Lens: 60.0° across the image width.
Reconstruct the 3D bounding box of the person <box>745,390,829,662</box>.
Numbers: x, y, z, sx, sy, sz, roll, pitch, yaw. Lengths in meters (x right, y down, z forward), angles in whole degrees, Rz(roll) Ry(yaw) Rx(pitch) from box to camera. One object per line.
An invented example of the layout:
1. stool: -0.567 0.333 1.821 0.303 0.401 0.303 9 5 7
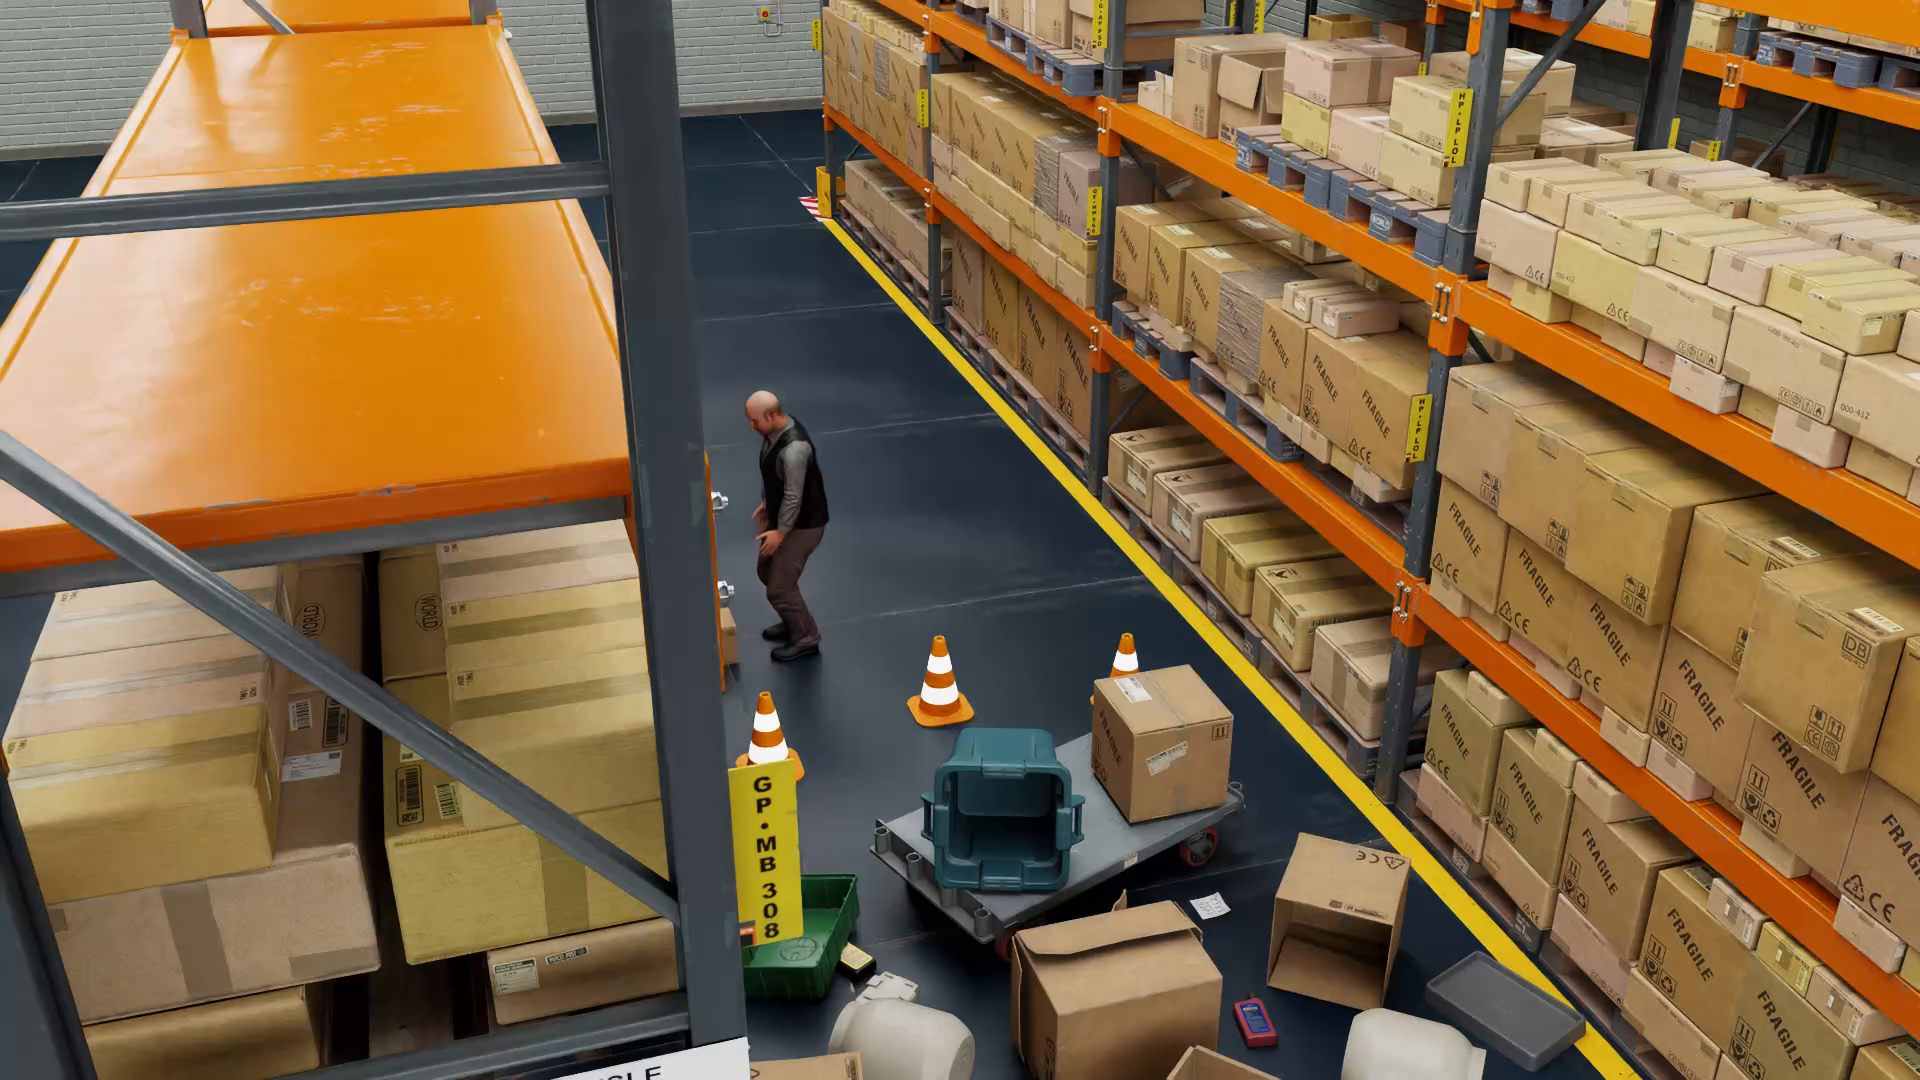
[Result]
1. person: -0.995 -0.098 9.675 0.453 1.658 0.563 -7 27 -15
